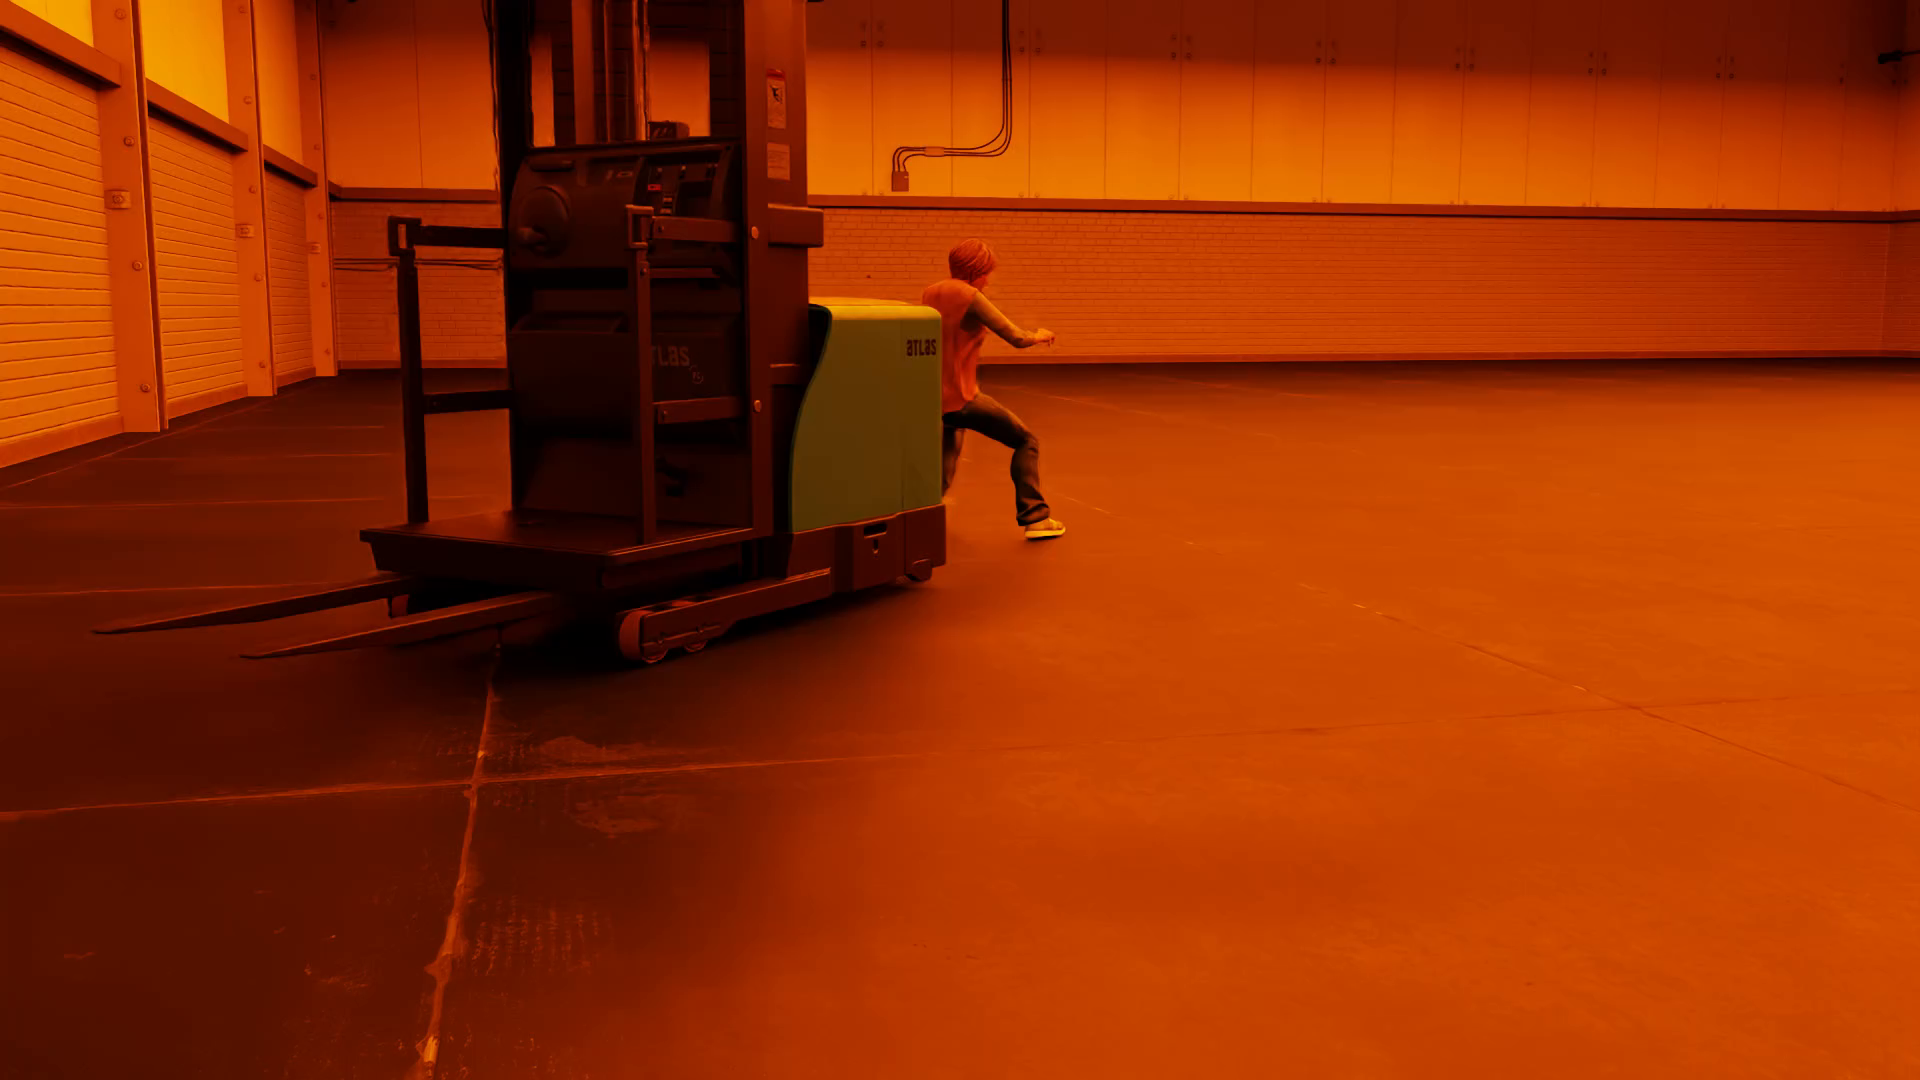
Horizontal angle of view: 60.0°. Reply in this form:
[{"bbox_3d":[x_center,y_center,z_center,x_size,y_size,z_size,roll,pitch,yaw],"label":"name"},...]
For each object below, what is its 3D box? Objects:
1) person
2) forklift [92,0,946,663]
[{"bbox_3d":[0.111,-0.728,7.970,0.662,1.366,0.914,-5,10,-33],"label":"person"},{"bbox_3d":[-1.239,-1.149,5.345,1.130,2.935,3.031,5,9,30],"label":"forklift"}]
